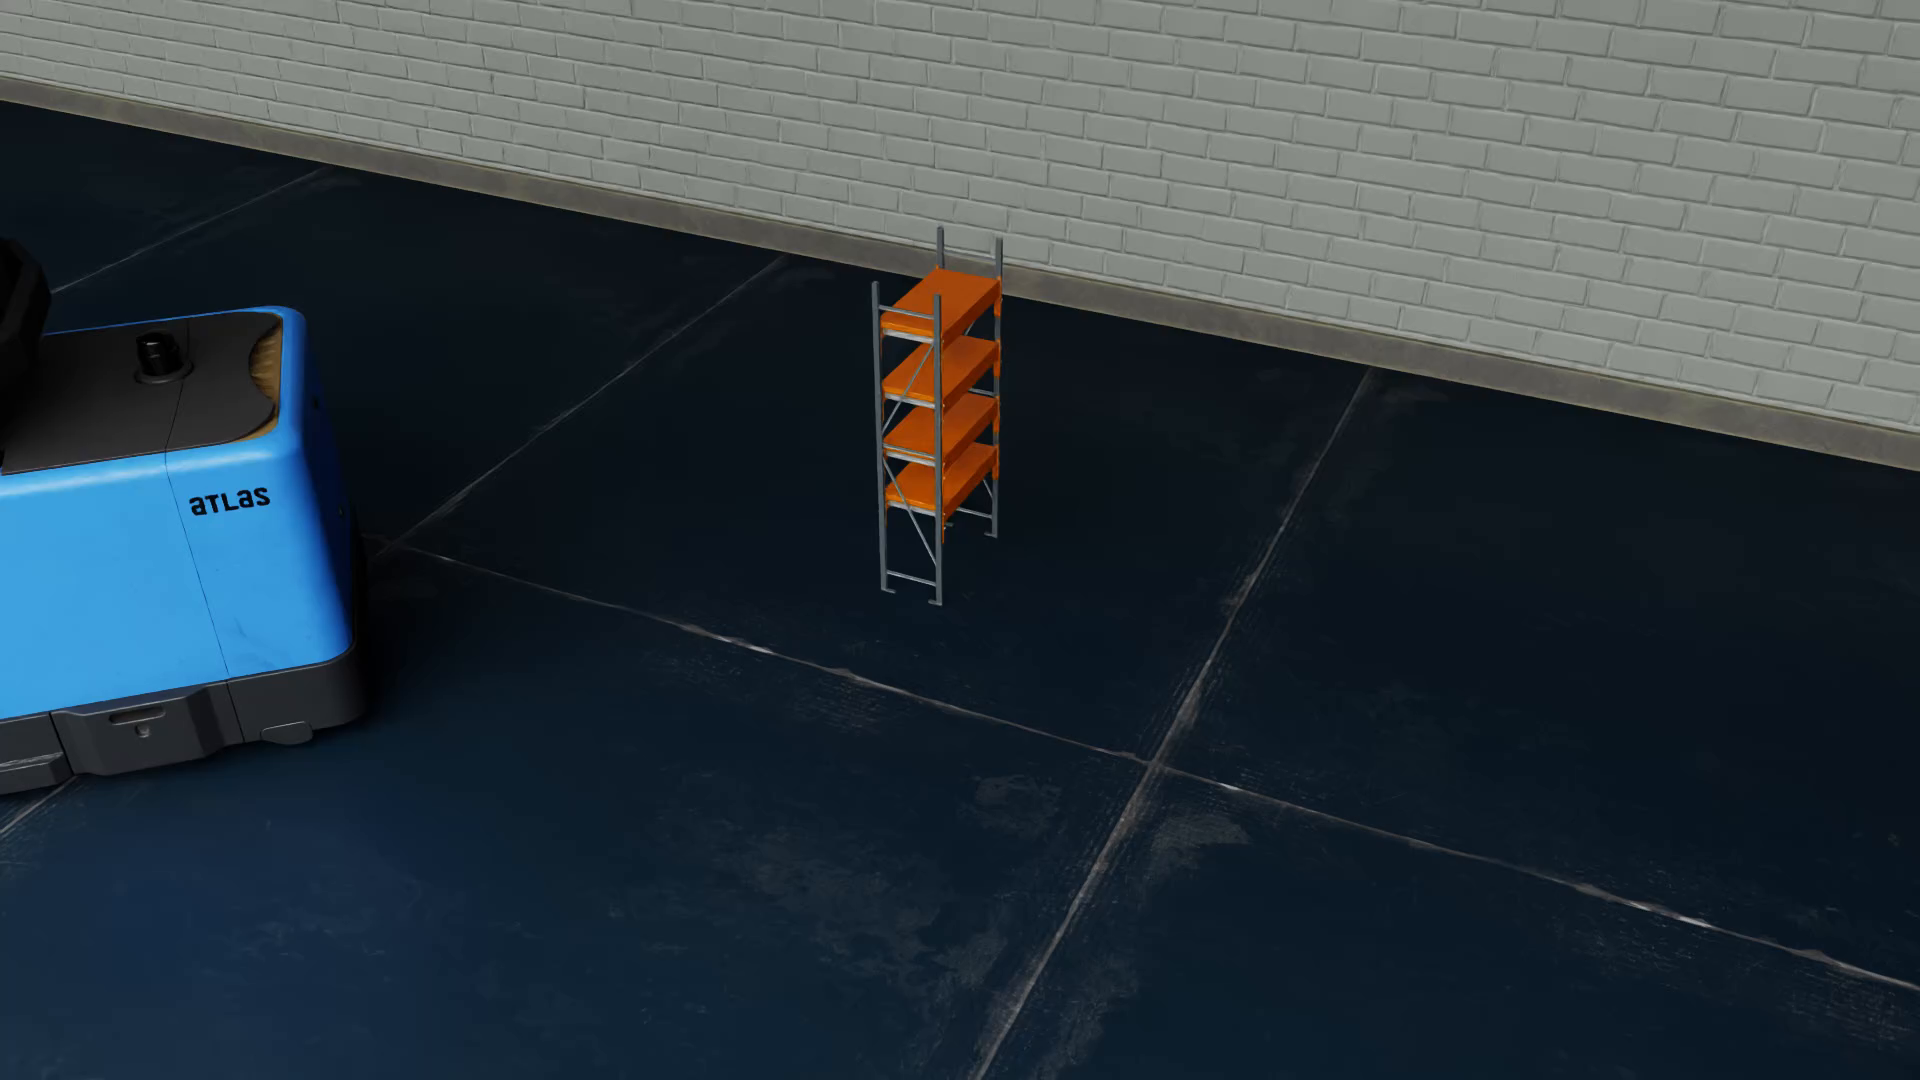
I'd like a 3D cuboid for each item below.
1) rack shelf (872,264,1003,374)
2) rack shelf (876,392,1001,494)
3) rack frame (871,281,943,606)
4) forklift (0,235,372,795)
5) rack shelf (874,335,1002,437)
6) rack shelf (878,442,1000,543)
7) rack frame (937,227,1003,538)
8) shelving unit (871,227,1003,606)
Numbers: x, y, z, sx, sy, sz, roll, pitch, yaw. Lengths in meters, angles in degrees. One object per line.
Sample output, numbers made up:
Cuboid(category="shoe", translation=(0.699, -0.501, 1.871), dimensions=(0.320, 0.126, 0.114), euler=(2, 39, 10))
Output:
Cuboid(category="rack shelf", translation=(-0.069, -0.748, 5.580), dimensions=(0.258, 0.148, 0.480), euler=(14, 36, 20))
Cuboid(category="rack shelf", translation=(-0.069, -0.363, 5.832), dimensions=(0.258, 0.148, 0.480), euler=(14, 36, 20))
Cuboid(category="rack frame", translation=(-0.171, -0.298, 5.610), dimensions=(0.240, 1.200, 0.015), euler=(14, 36, 20))
Cuboid(category="forklift", translation=(-3.459, -0.621, 4.524), dimensions=(3.031, 2.935, 1.130), euler=(-10, 35, -15))
Cuboid(category="rack shelf", translation=(-0.069, -0.550, 5.710), dimensions=(0.258, 0.148, 0.480), euler=(14, 36, 20))
Cuboid(category="rack shelf", translation=(-0.069, -0.197, 5.941), dimensions=(0.258, 0.148, 0.480), euler=(14, 36, 20))
Cuboid(category="rack frame", translation=(0.033, -0.541, 5.981), dimensions=(0.240, 1.200, 0.015), euler=(14, 36, 20))
Cuboid(category="shelving unit", translation=(-0.069, -0.419, 5.795), dimensions=(0.258, 1.200, 0.503), euler=(14, 36, 20))
